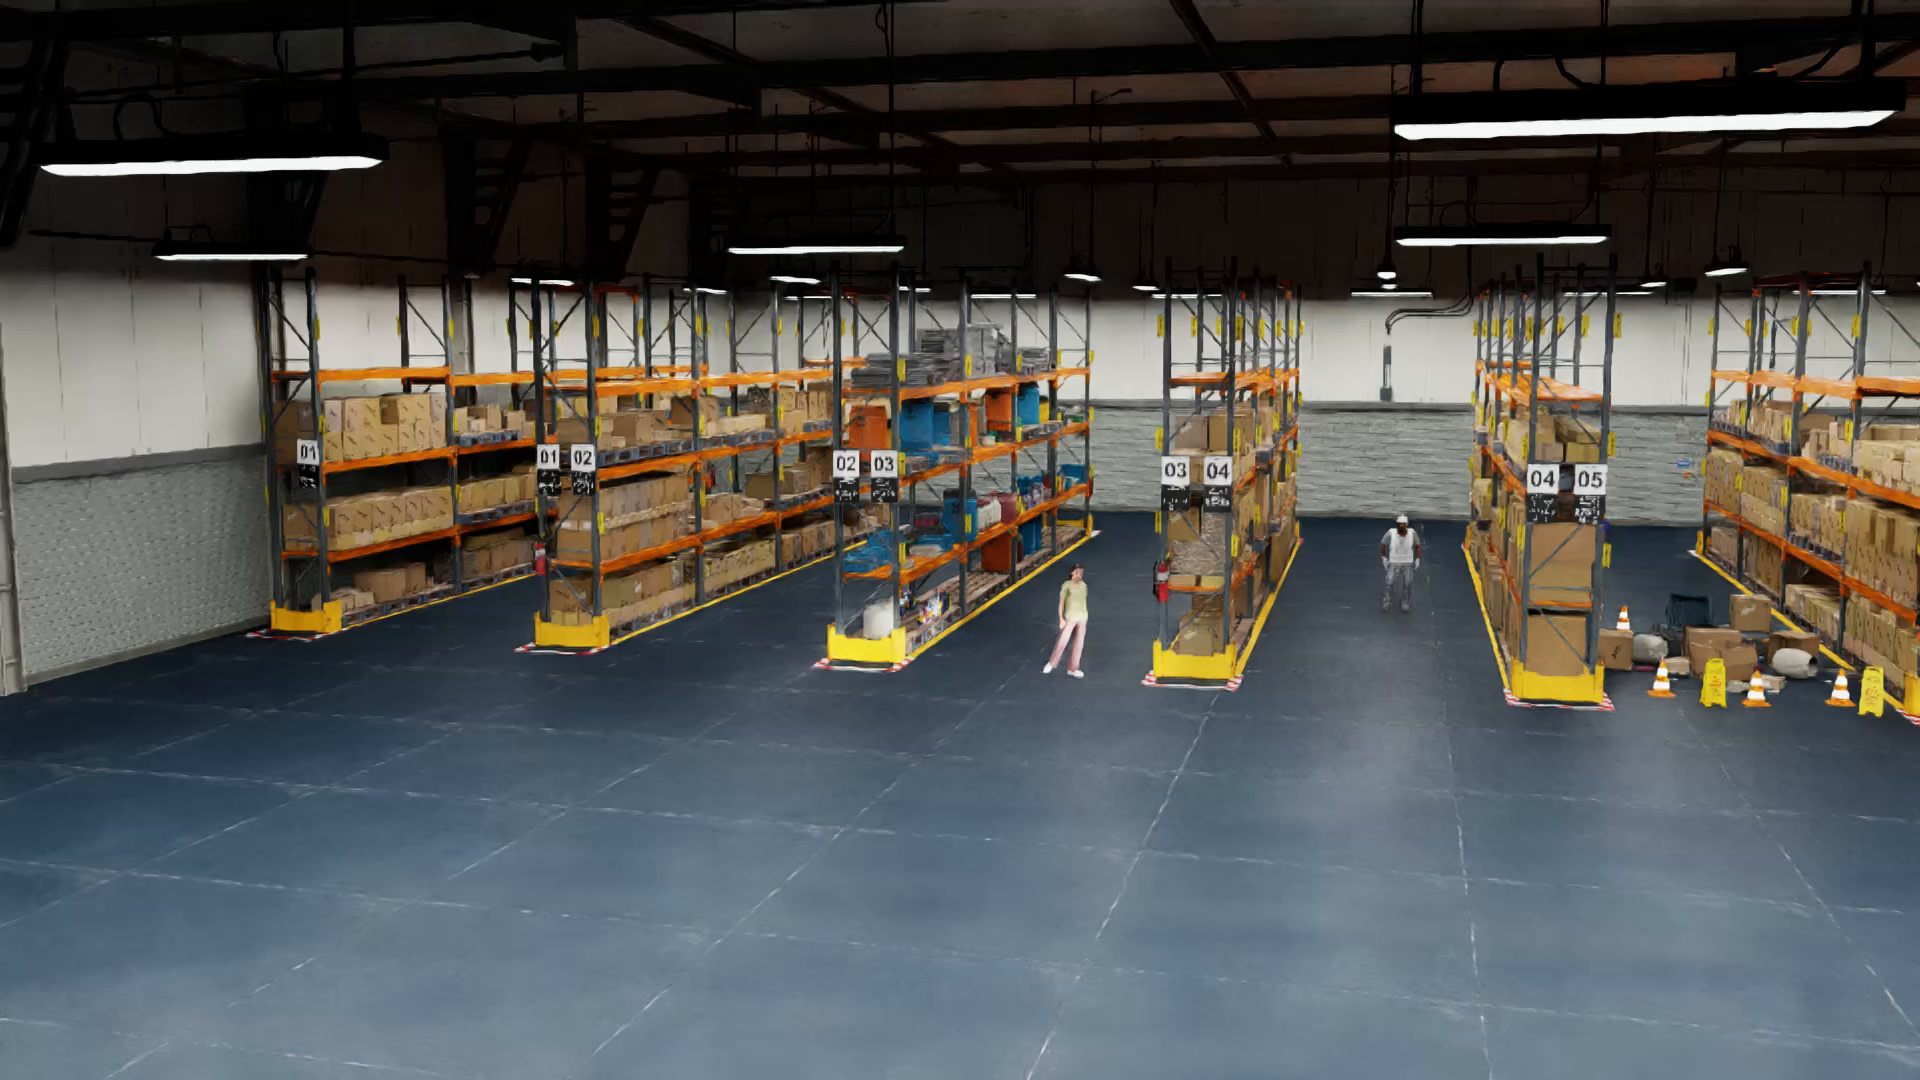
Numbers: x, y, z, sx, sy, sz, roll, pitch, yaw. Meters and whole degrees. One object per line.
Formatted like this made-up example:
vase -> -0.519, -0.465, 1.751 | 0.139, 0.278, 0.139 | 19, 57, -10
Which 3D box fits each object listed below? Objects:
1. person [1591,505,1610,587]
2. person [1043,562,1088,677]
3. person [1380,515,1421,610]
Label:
person -> 12.449, 0.053, 32.409 | 0.371, 1.652, 0.575 | -1, 7, -5
person -> 1.531, 1.141, 23.980 | 0.638, 1.665, 0.482 | -3, 8, -25
person -> 7.838, 0.400, 29.607 | 0.702, 1.735, 0.549 | 2, 7, 13
